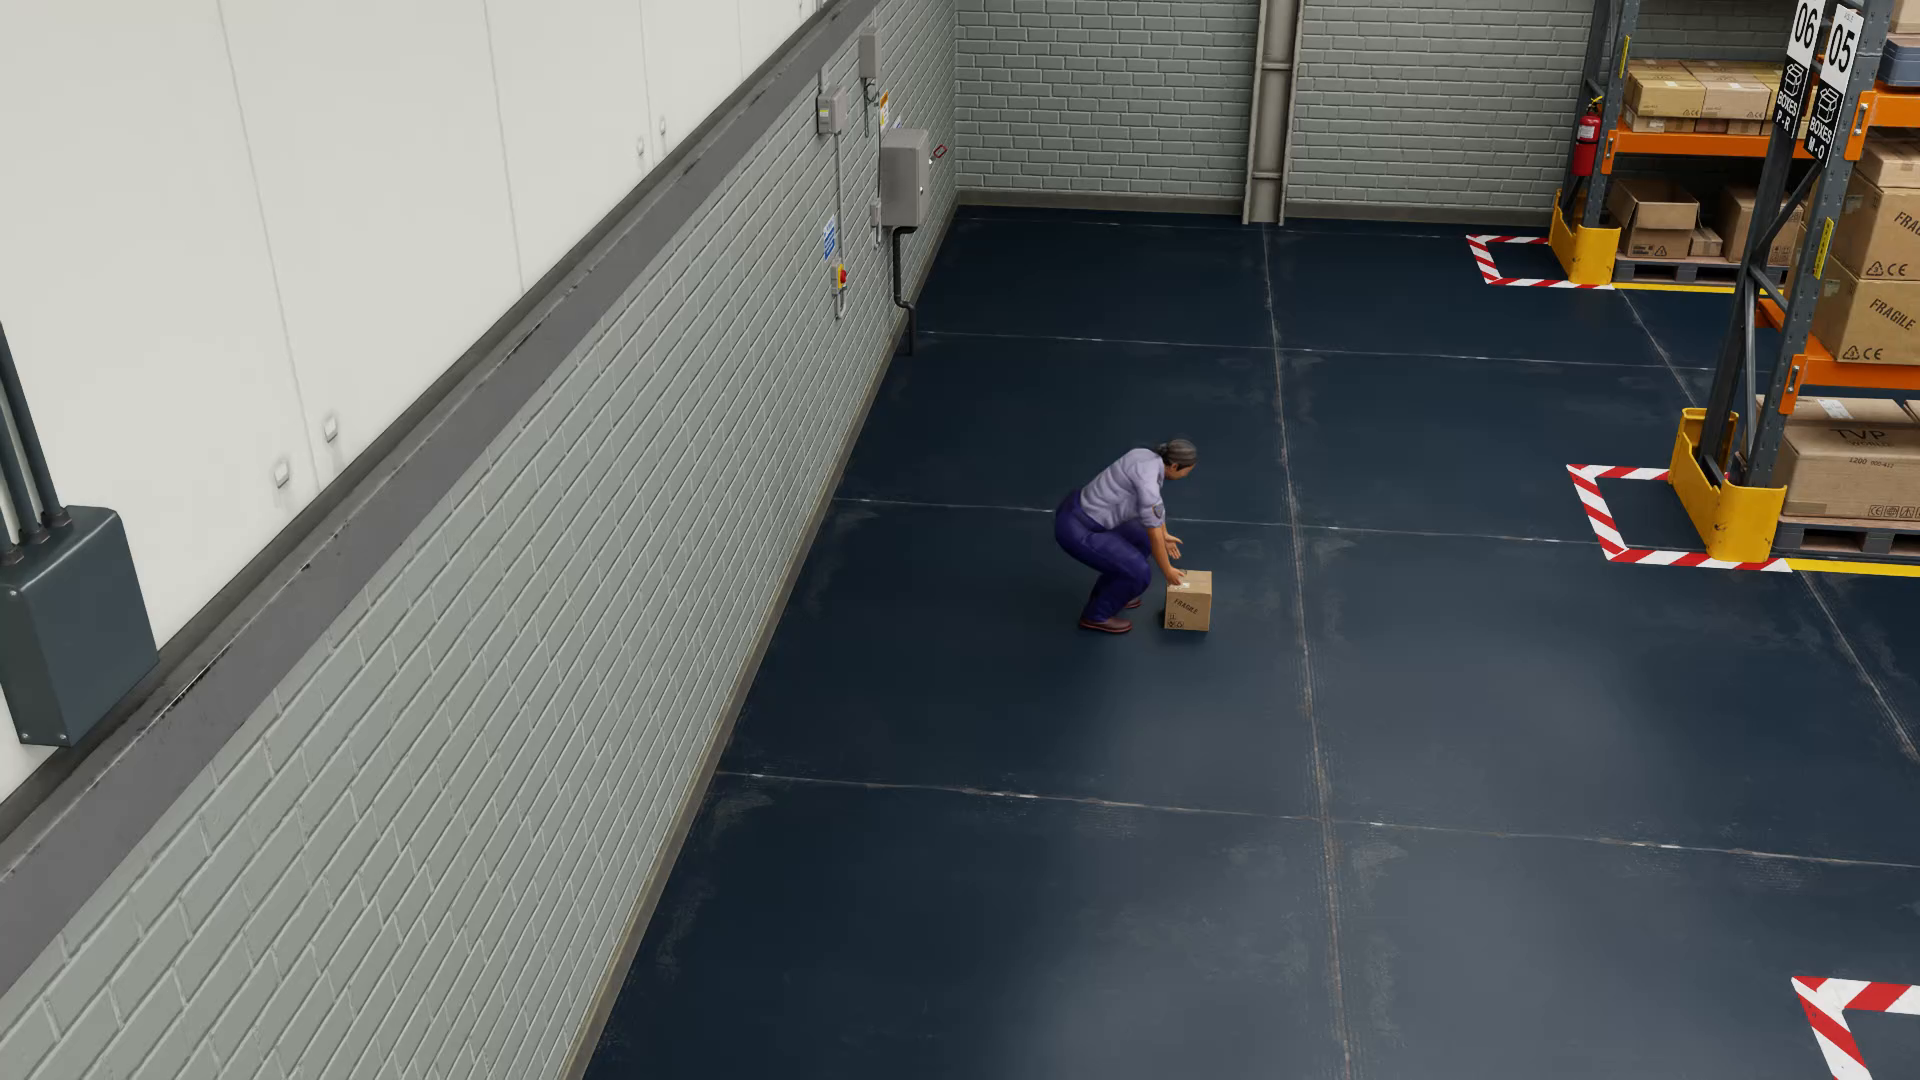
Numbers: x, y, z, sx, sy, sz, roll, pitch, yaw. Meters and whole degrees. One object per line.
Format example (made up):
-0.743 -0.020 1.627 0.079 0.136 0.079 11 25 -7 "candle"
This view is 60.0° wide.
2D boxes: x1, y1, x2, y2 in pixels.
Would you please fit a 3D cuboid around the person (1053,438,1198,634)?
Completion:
0.946 -0.061 9.317 0.706 1.114 0.538 3 29 6 "person"
